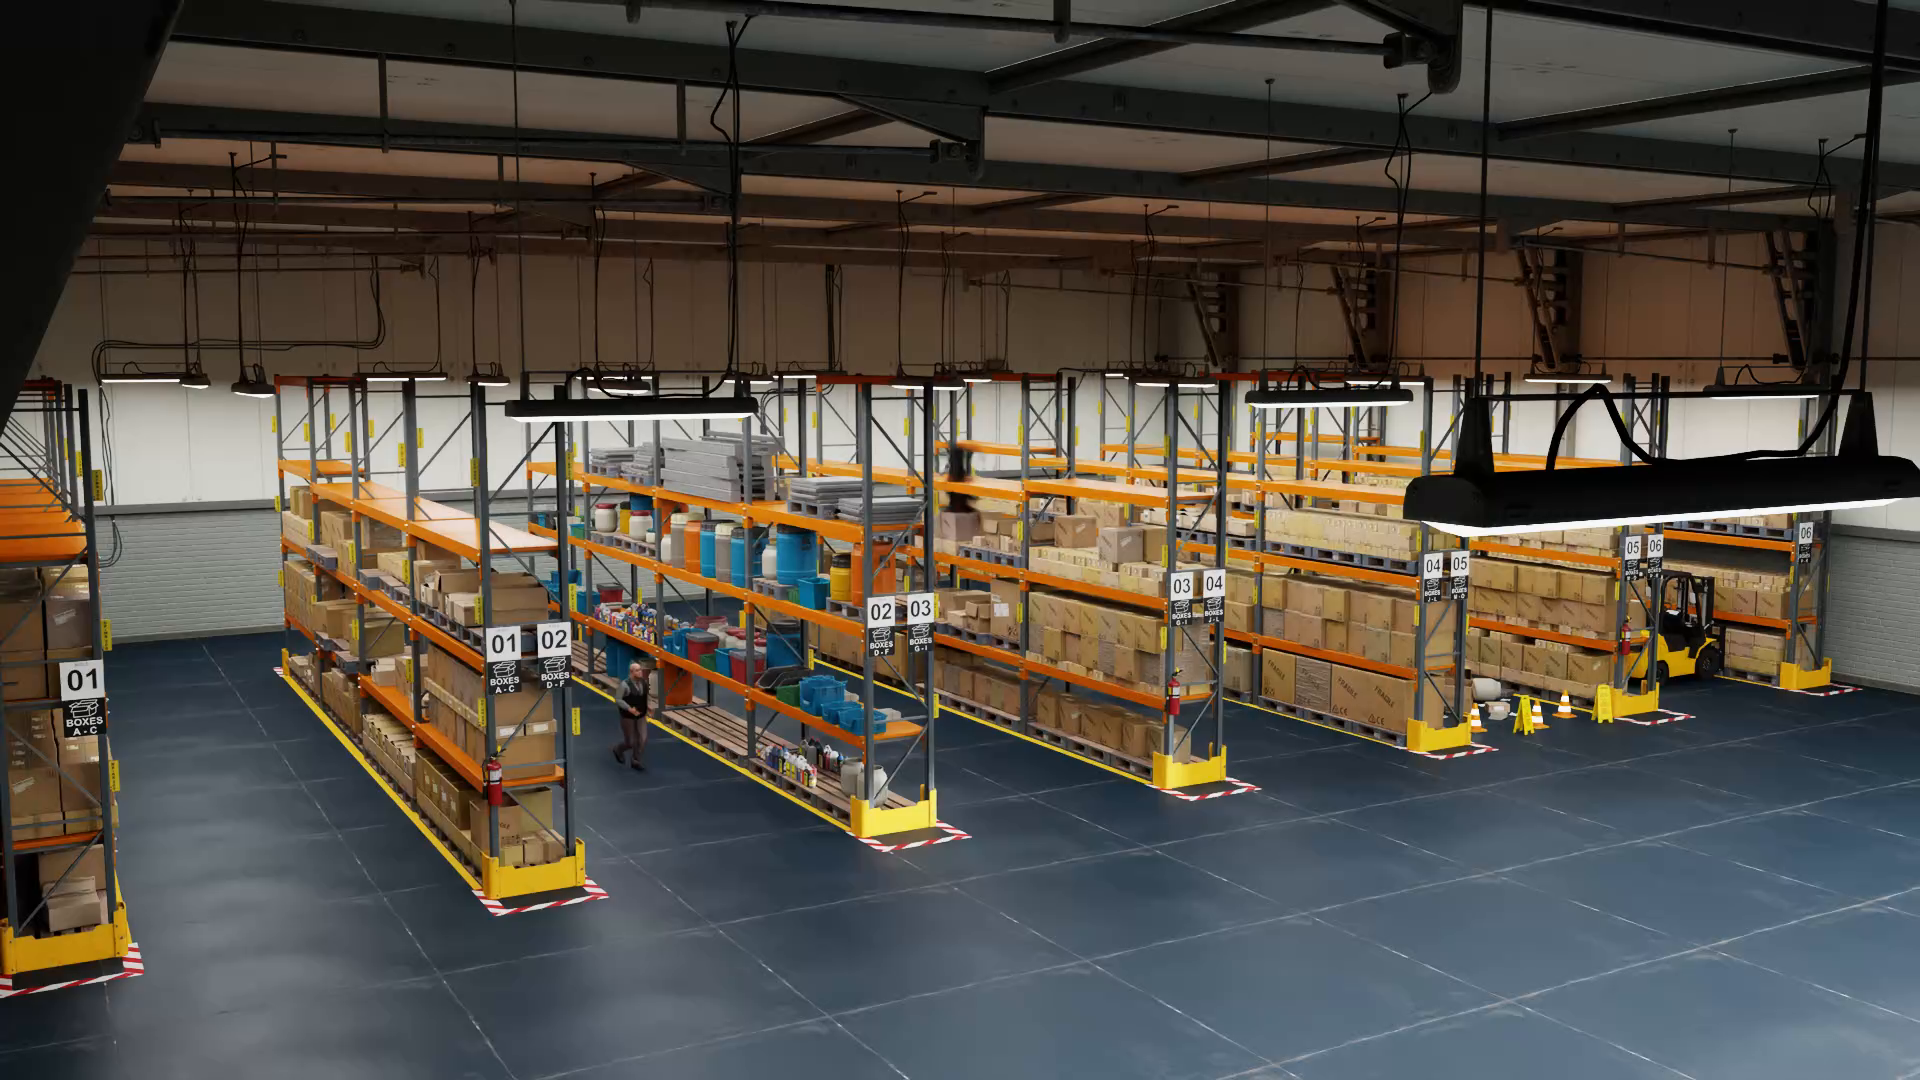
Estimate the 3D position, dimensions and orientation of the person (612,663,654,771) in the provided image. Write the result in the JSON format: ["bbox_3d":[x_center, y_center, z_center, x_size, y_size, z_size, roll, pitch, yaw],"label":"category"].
[{"bbox_3d":[-5.071,2.711,25.631,0.654,1.675,0.758,-6,9,-44],"label":"person"}]
